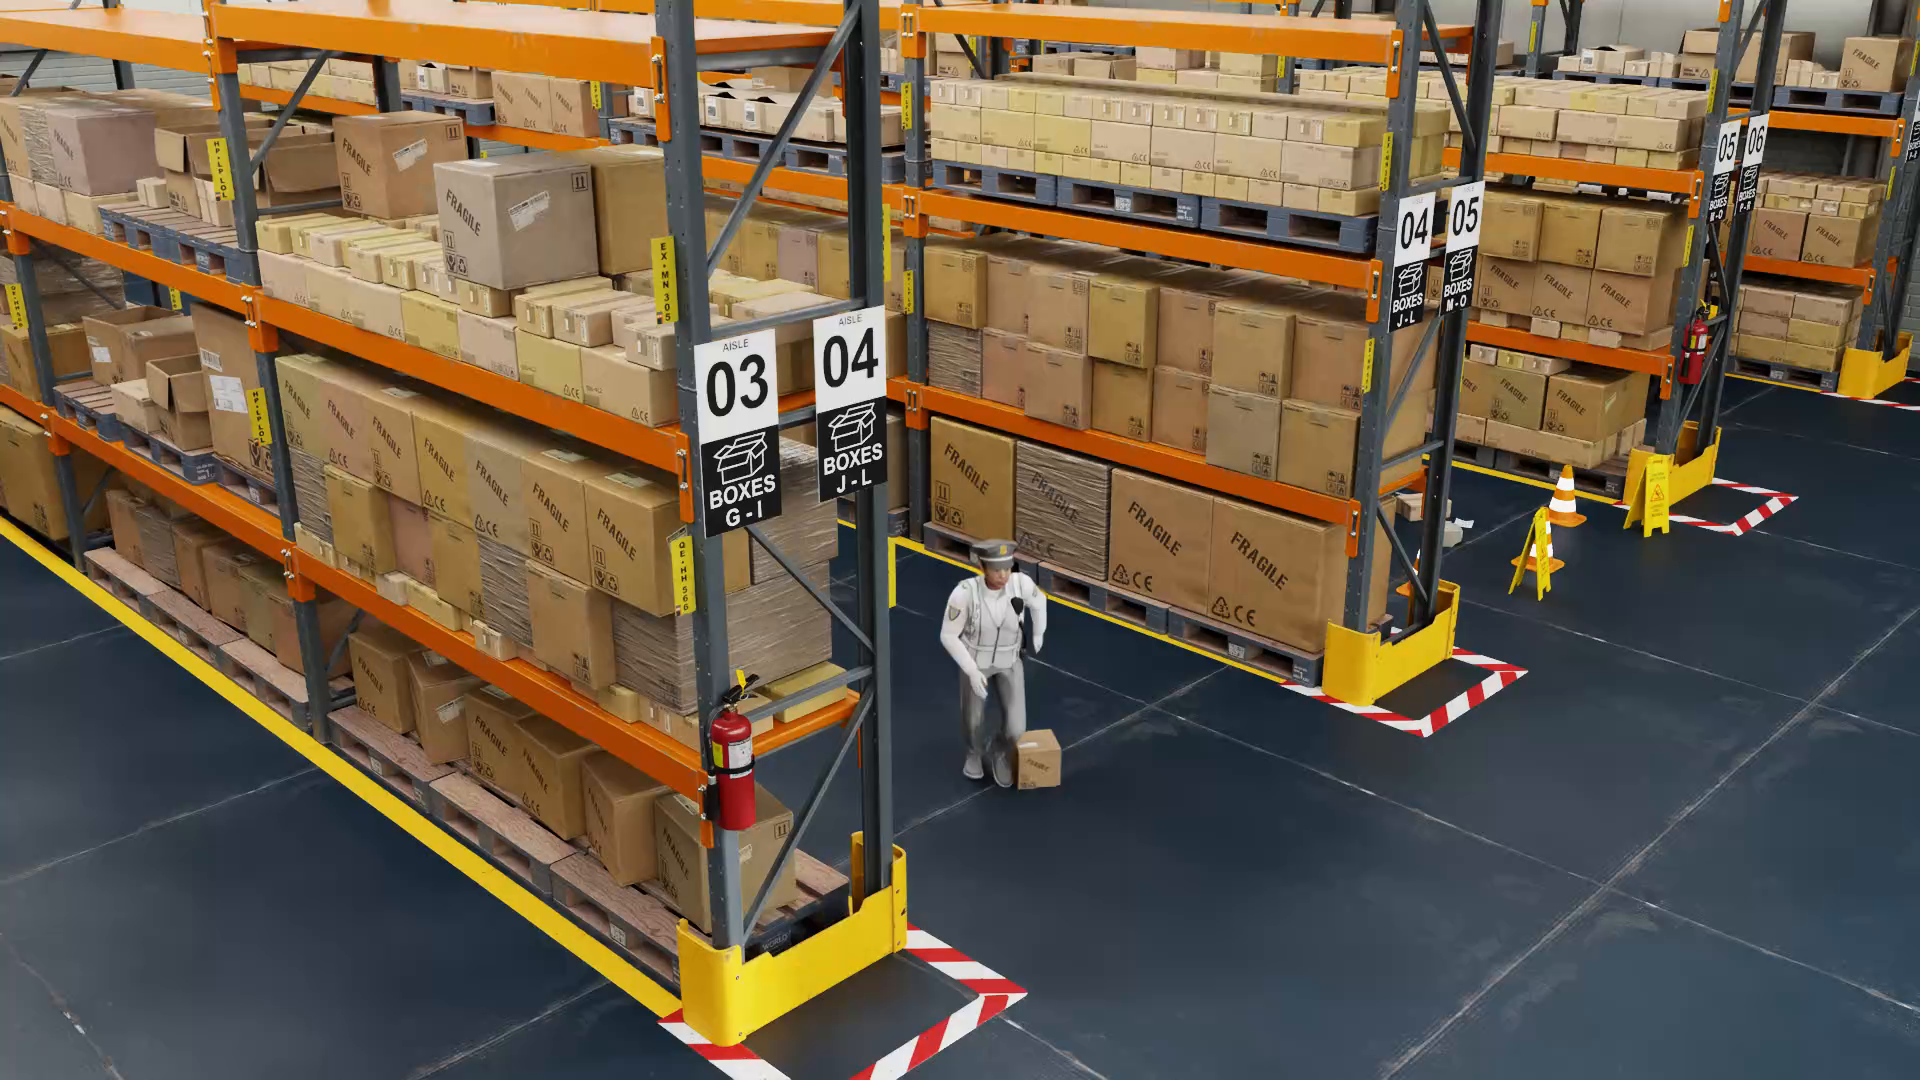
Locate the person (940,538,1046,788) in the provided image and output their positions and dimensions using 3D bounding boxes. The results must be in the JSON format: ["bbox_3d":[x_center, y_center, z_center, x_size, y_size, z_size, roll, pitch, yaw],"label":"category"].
[{"bbox_3d":[0.191,0.680,9.364,0.627,1.606,0.690,-2,21,-5],"label":"person"}]
